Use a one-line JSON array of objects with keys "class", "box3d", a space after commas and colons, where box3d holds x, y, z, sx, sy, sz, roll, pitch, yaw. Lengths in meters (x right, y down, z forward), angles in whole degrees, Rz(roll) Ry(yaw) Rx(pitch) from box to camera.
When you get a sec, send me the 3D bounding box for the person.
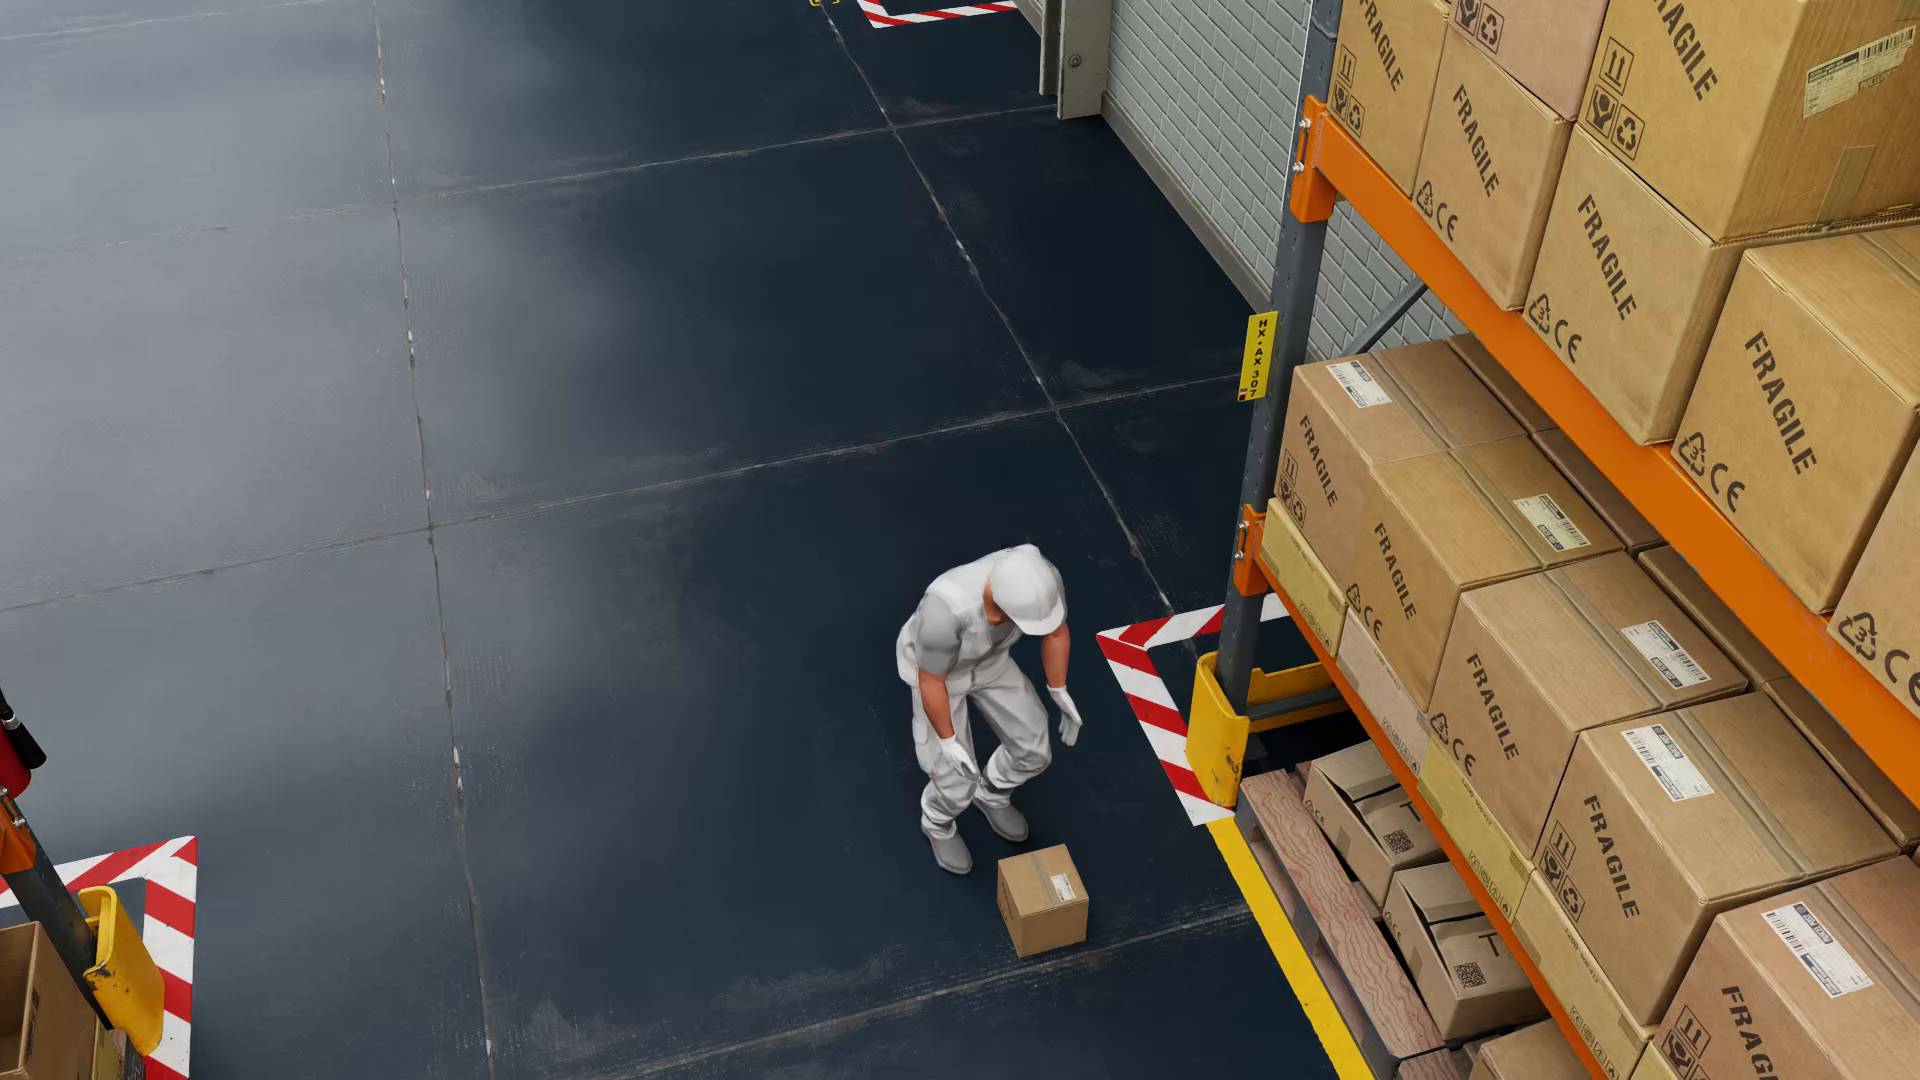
[{"class": "person", "box3d": [0.099, 0.525, 5.733, 0.577, 1.555, 0.669, -21, 46, -22]}]
